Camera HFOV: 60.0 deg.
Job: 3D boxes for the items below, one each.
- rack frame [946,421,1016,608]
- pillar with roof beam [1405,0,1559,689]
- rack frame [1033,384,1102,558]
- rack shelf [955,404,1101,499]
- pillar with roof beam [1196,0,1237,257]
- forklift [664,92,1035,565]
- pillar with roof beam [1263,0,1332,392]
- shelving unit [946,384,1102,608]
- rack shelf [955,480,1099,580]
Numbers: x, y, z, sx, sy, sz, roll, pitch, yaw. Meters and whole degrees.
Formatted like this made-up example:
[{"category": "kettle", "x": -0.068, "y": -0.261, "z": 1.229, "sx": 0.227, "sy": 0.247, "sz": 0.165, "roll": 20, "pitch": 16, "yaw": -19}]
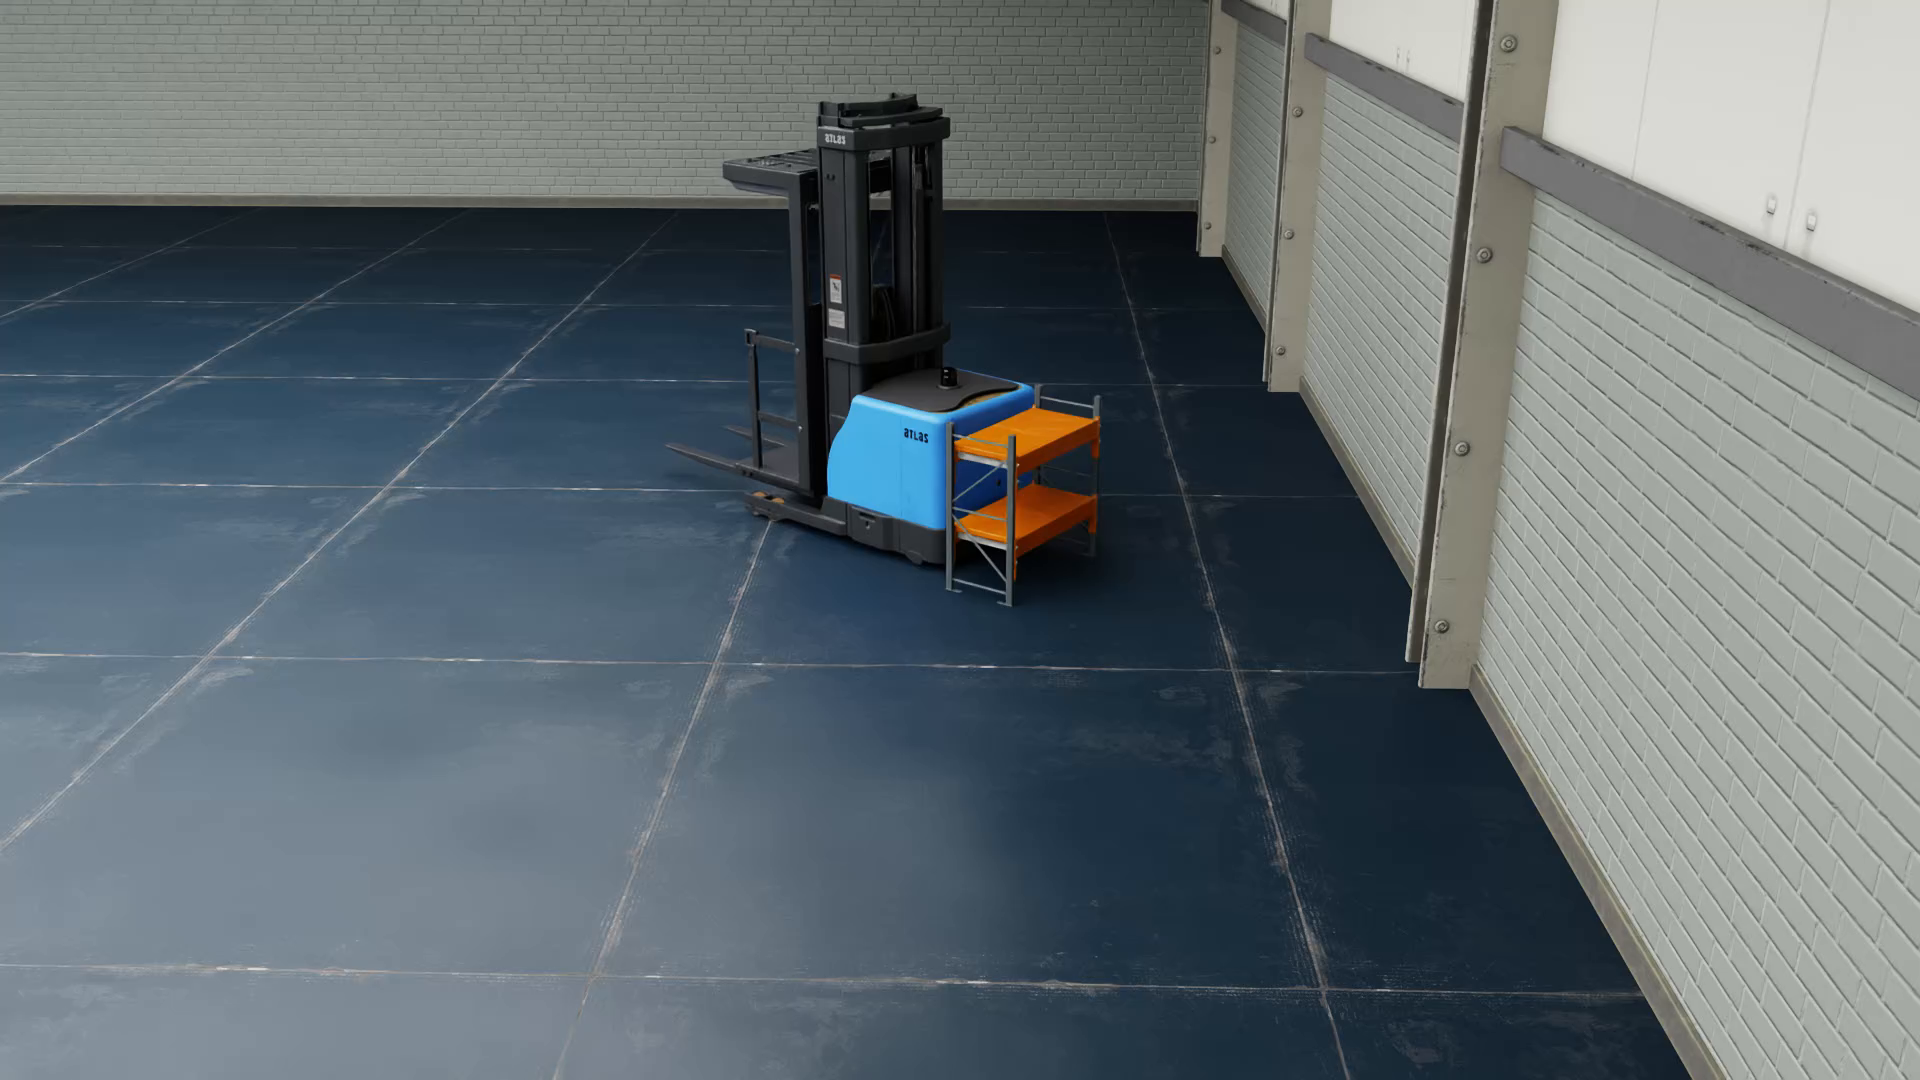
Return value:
[{"category": "rack frame", "x": 0.127, "y": -0.157, "z": 10.377, "sx": 0.500, "sy": 1.125, "sz": 0.032, "roll": 14, "pitch": 25, "yaw": 32}, {"category": "pillar with roof beam", "x": -1.547, "y": -3.478, "z": 8.052, "sx": 9.100, "sy": 9.000, "sz": 0.400, "roll": 1, "pitch": 21, "yaw": 2}, {"category": "rack frame", "x": 0.711, "y": -0.458, "z": 11.154, "sx": 0.500, "sy": 1.125, "sz": 0.032, "roll": 14, "pitch": 25, "yaw": 32}, {"category": "rack shelf", "x": 0.419, "y": -0.580, "z": 10.659, "sx": 0.538, "sy": 0.278, "sz": 1.000, "roll": 14, "pitch": 25, "yaw": 32}, {"category": "pillar with roof beam", "x": -1.182, "y": -7.817, "z": 19.234, "sx": 9.100, "sy": 9.000, "sz": 0.400, "roll": 1, "pitch": 21, "yaw": 2}, {"category": "forklift", "x": -0.919, "y": -1.625, "z": 11.666, "sx": 3.031, "sy": 2.935, "sz": 1.130, "roll": 17, "pitch": 27, "yaw": 38}, {"category": "pillar with roof beam", "x": -1.365, "y": -5.647, "z": 13.643, "sx": 9.100, "sy": 9.000, "sz": 0.400, "roll": 1, "pitch": 21, "yaw": 2}, {"category": "shelving unit", "x": 0.419, "y": -0.307, "z": 10.765, "sx": 0.538, "sy": 1.125, "sz": 1.048, "roll": 14, "pitch": 25, "yaw": 32}, {"category": "rack shelf", "x": 0.419, "y": -0.079, "z": 10.854, "sx": 0.538, "sy": 0.278, "sz": 1.000, "roll": 14, "pitch": 25, "yaw": 32}]
